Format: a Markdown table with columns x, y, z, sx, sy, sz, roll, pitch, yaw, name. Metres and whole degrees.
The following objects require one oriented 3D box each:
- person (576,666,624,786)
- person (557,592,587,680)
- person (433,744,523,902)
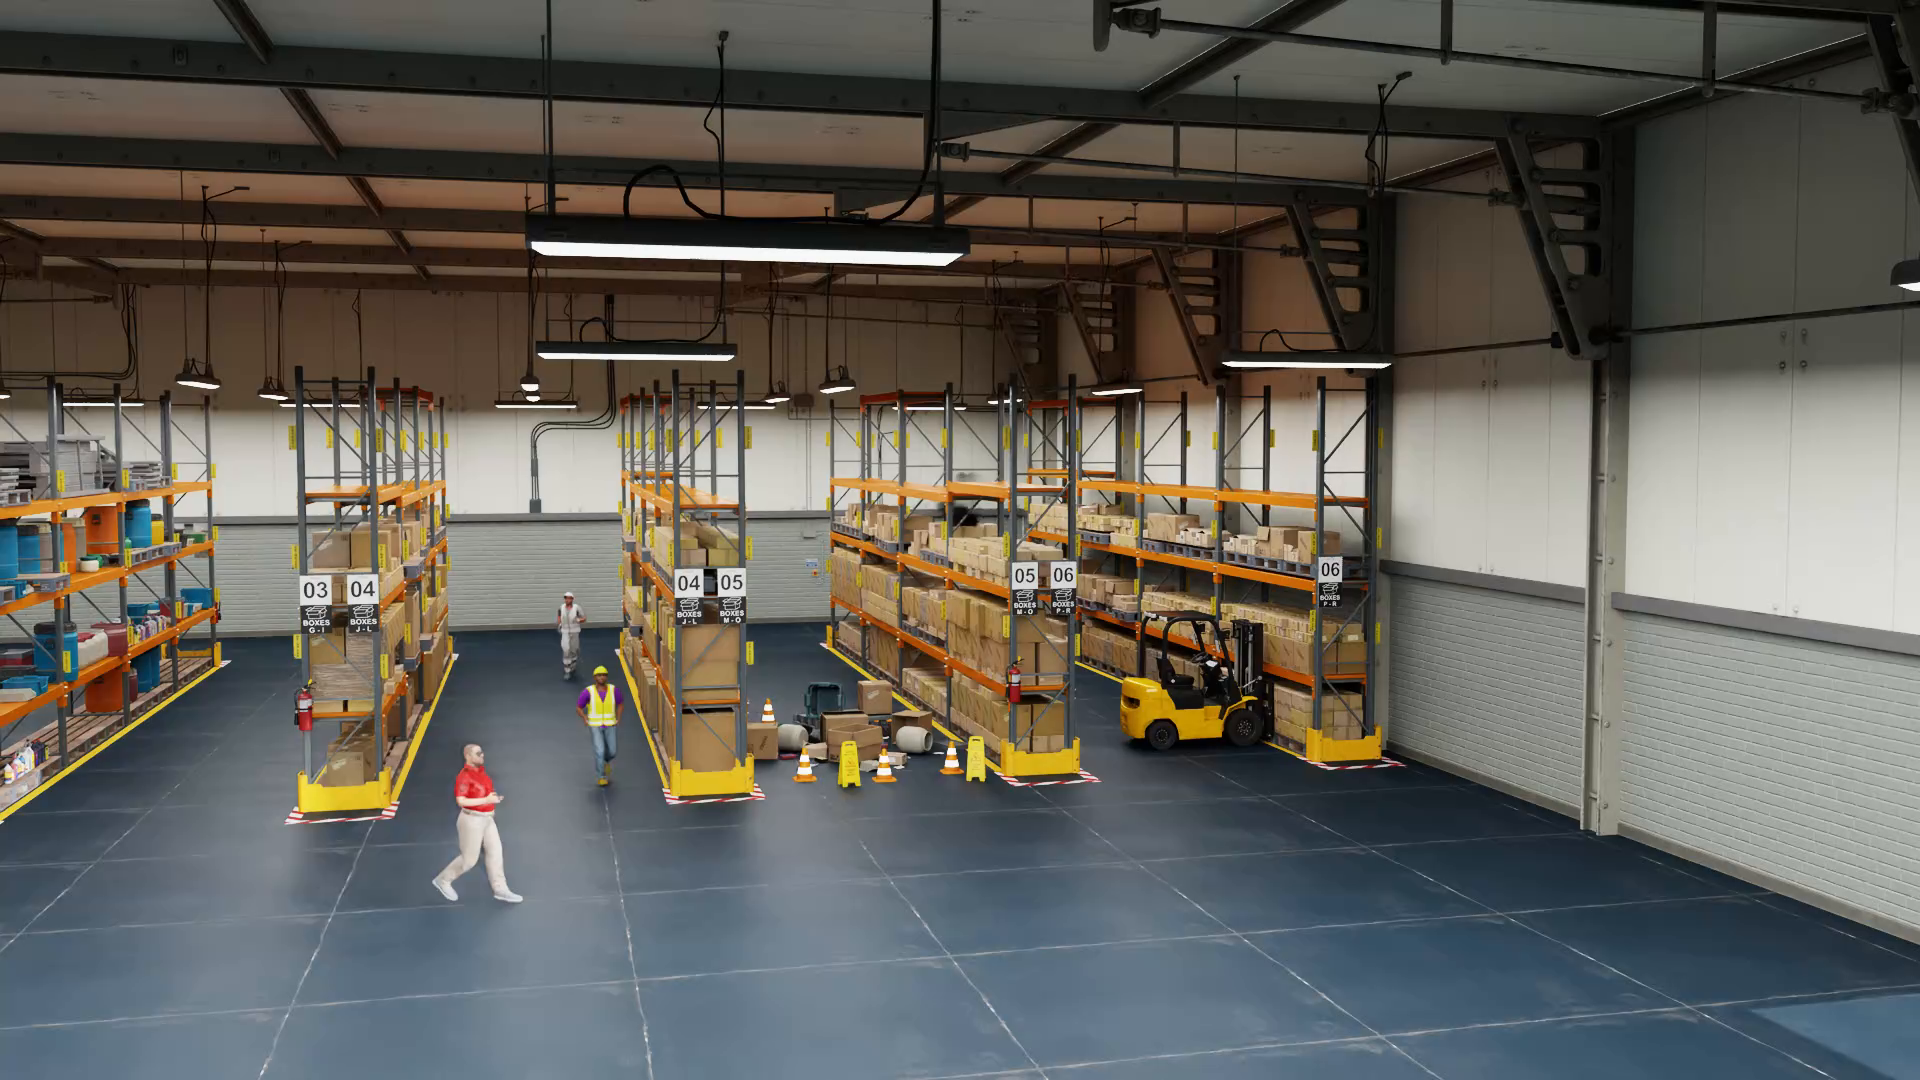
| x | y | z | sx | sy | sz | roll | pitch | yaw | name |
| --- | --- | --- | --- | --- | --- | --- | --- | --- | --- |
| -5.236 | 2.695 | 24.252 | 0.700 | 1.719 | 0.625 | -1 | 4 | -23 | person |
| -8.228 | 2.000 | 35.235 | 0.629 | 1.815 | 0.916 | 0 | 3 | -8 | person |
| -5.190 | 3.039 | 17.868 | 0.966 | 1.707 | 0.670 | 1 | 3 | 11 | person |
